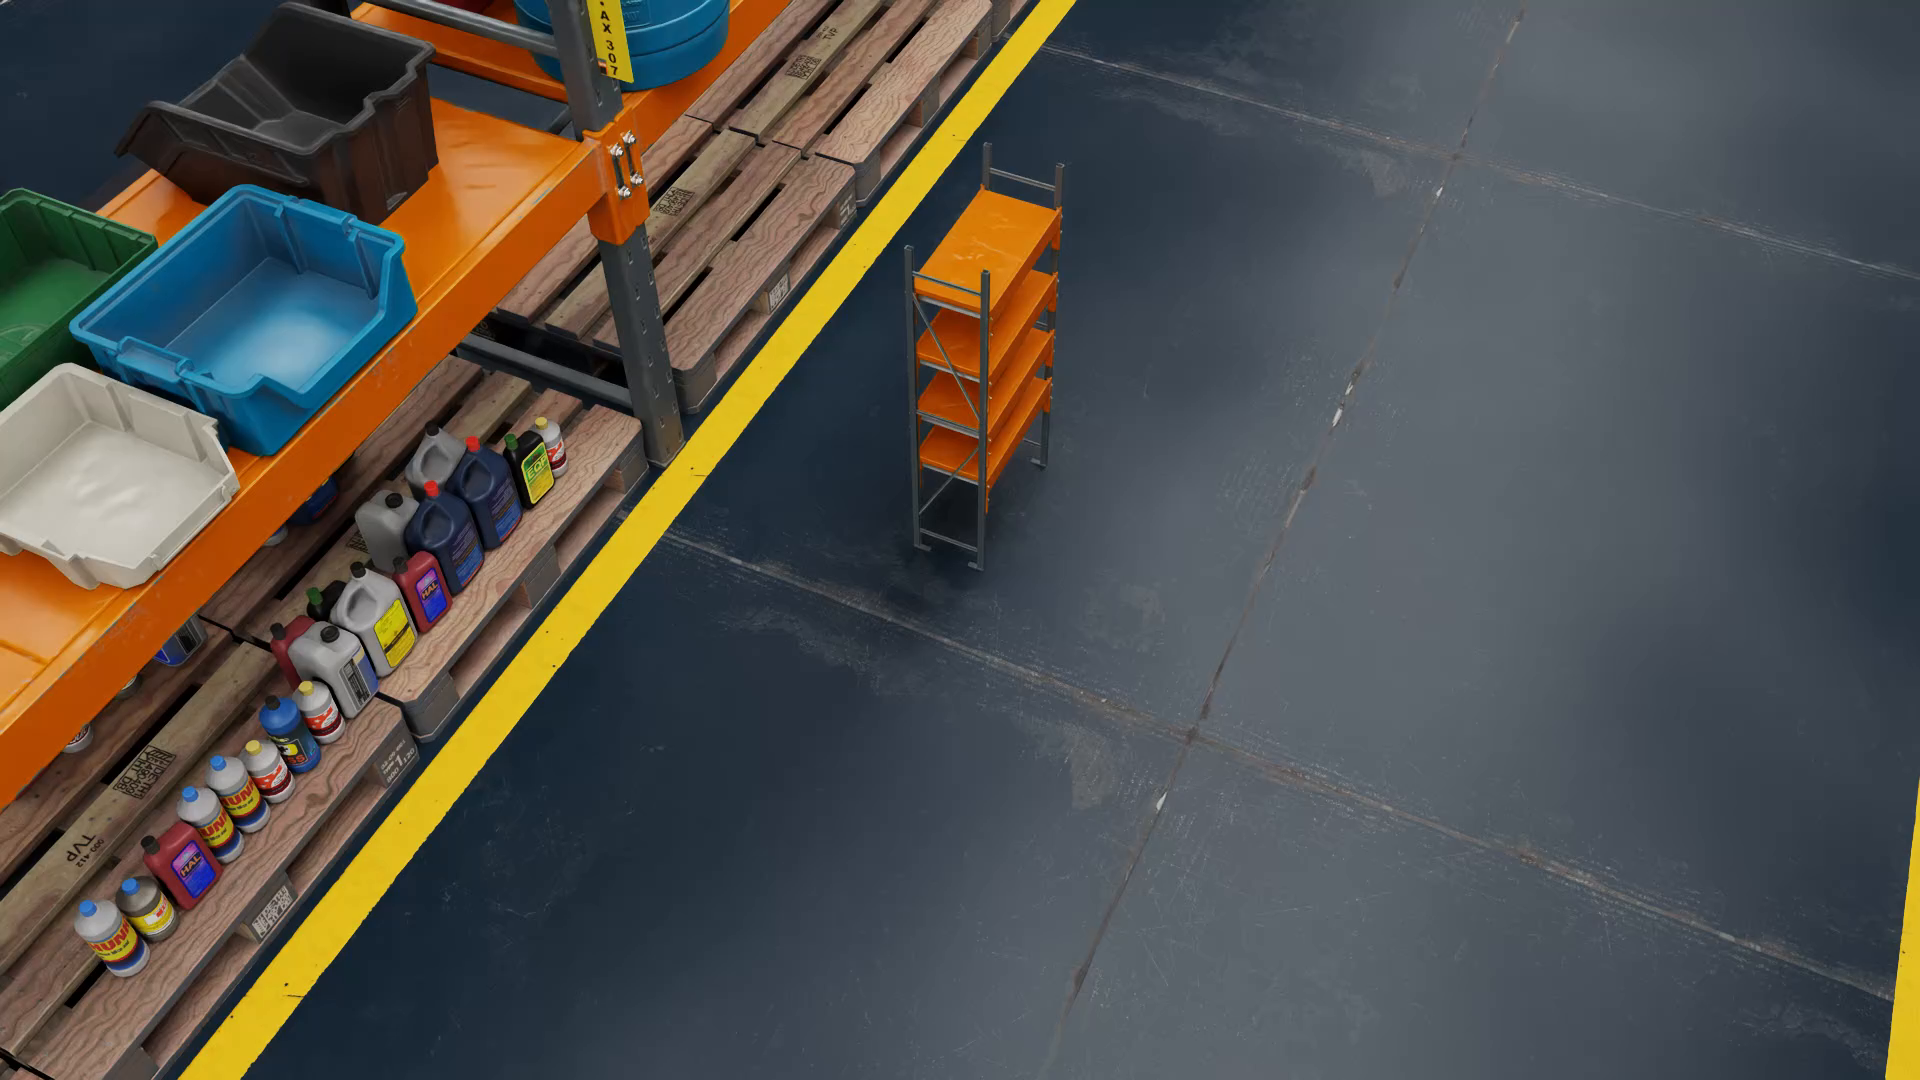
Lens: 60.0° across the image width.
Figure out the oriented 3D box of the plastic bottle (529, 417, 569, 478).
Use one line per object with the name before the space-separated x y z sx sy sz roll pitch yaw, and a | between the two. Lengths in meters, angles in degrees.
plastic bottle | -1.260 -0.292 5.077 0.097 0.201 0.097 0 50 0

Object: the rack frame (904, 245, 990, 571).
rack frame | -0.034 -0.335 4.747 0.240 1.200 0.015 20 52 16

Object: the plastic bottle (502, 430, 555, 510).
plastic bottle | -1.294 -0.231 4.972 0.061 0.283 0.133 22 53 18

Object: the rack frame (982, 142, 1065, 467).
rack frame | 0.175 -0.671 5.033 0.240 1.200 0.015 20 52 16

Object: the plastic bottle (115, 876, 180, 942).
plastic bottle | -1.995 0.893 4.069 0.097 0.201 0.097 0 50 0

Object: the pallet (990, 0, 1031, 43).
pallet | -0.044 -2.737 7.441 1.003 0.211 1.213 20 52 16

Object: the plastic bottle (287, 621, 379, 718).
plastic bottle | -1.695 0.335 4.495 0.152 0.276 0.135 21 53 17

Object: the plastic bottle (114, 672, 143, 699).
plastic bottle | -2.321 0.337 4.542 0.097 0.201 0.097 0 50 0

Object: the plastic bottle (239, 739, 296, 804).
plastic bottle | -1.808 0.591 4.326 0.097 0.201 0.097 0 50 0

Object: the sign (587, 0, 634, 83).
sign | -0.894 -1.311 4.214 0.100 0.325 0.005 20 52 16

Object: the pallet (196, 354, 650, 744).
pallet | -1.712 -0.055 5.158 1.003 0.211 1.213 20 52 16

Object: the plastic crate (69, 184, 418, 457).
plastic crate | -1.614 -0.509 3.811 0.499 0.251 0.616 20 52 16

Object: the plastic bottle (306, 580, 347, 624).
plastic bottle | -1.725 0.206 4.600 0.061 0.283 0.133 20 52 16

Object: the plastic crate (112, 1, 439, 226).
plastic crate | -1.726 -1.068 4.230 0.767 0.338 0.504 20 52 16

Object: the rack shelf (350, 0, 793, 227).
rack shelf | -0.533 -2.552 5.924 1.077 0.370 4.000 20 52 16

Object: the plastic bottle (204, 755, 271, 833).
plastic bottle | -1.850 0.636 4.241 0.097 0.271 0.097 0 50 0

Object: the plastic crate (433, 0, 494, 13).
plastic crate | -1.457 -1.861 4.822 0.402 0.464 0.583 20 52 16

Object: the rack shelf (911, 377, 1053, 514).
rack shelf | 0.071 -0.331 5.092 0.258 0.148 0.480 20 52 16

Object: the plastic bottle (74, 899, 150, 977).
plastic bottle | -2.040 0.941 3.982 0.097 0.271 0.097 0 50 0

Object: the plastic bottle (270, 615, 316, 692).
plastic bottle | -1.791 0.298 4.521 0.061 0.283 0.133 20 52 16

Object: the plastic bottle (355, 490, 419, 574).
plastic bottle | -1.628 -0.029 4.805 0.152 0.276 0.135 20 52 16

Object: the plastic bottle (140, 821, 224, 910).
plastic bottle | -1.926 0.788 4.105 0.061 0.283 0.133 21 53 17

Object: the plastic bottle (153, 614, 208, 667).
plastic bottle | -2.225 0.207 4.604 0.152 0.276 0.135 20 52 16

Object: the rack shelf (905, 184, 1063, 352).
rack shelf | 0.071 -0.757 4.591 0.258 0.148 0.480 20 52 16

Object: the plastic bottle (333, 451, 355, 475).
plastic bottle | -1.936 -0.327 5.054 0.061 0.283 0.133 20 52 16

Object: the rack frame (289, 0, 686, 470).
rack frame | -1.387 -1.408 4.478 1.000 3.000 0.127 20 52 16

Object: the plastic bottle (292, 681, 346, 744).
plastic bottle | -1.720 0.449 4.447 0.097 0.201 0.097 0 50 0

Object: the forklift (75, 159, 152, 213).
forklift | -3.379 -1.091 4.254 1.130 2.935 3.031 21 53 17

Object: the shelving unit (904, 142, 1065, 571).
shelving unit | 0.071 -0.503 4.890 0.258 1.200 0.503 20 52 16

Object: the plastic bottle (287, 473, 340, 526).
plastic bottle | -1.977 -0.224 4.921 0.144 0.351 0.185 20 52 16

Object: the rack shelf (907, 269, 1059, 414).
rack shelf | 0.071 -0.604 4.771 0.258 0.148 0.480 20 52 16

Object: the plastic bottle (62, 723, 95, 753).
plastic bottle | -2.395 0.471 4.428 0.097 0.201 0.097 0 50 0

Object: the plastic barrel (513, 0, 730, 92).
plastic barrel | -0.948 -1.737 4.430 0.600 0.901 0.708 20 52 16

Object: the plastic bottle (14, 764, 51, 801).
plastic bottle | -2.479 0.547 4.310 0.061 0.283 0.133 20 52 16

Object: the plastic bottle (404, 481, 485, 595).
plastic bottle | -1.484 -0.022 4.750 0.144 0.351 0.185 17 52 14

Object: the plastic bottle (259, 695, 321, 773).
plastic bottle | -1.764 0.497 4.360 0.097 0.271 0.097 0 50 0

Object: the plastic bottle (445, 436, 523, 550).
plastic bottle | -1.402 -0.154 4.862 0.144 0.351 0.185 19 52 15

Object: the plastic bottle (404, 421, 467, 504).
plastic bottle | -1.532 -0.201 4.902 0.144 0.351 0.185 20 52 16

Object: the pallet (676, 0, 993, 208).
pallet | -0.567 -1.900 6.728 1.003 0.211 1.213 20 52 16

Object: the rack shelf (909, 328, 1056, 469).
rack shelf | 0.071 -0.459 4.941 0.258 0.148 0.480 20 52 16

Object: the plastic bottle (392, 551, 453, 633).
plastic bottle | -1.515 0.125 4.669 0.061 0.283 0.133 23 53 18

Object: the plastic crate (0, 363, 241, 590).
plastic crate | -1.852 -0.122 3.557 0.530 0.136 0.437 20 52 16

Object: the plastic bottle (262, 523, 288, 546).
plastic bottle | -2.060 -0.106 4.873 0.097 0.271 0.097 0 50 0

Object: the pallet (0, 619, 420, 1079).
pallet | -2.232 0.788 4.441 1.003 0.211 1.213 20 52 16

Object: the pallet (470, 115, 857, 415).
pallet | -1.087 -1.057 6.011 1.003 0.211 1.213 20 52 16

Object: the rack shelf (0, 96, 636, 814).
rack shelf | -2.241 0.203 3.580 1.077 0.370 4.000 20 52 16

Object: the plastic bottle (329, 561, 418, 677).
plastic bottle | -1.622 0.200 4.561 0.144 0.351 0.185 19 52 16

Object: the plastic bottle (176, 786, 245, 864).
plastic bottle | -1.893 0.705 4.183 0.097 0.271 0.097 0 50 0

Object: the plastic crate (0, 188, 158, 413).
plastic crate | -2.222 -0.496 3.842 0.450 0.188 0.662 20 52 16
